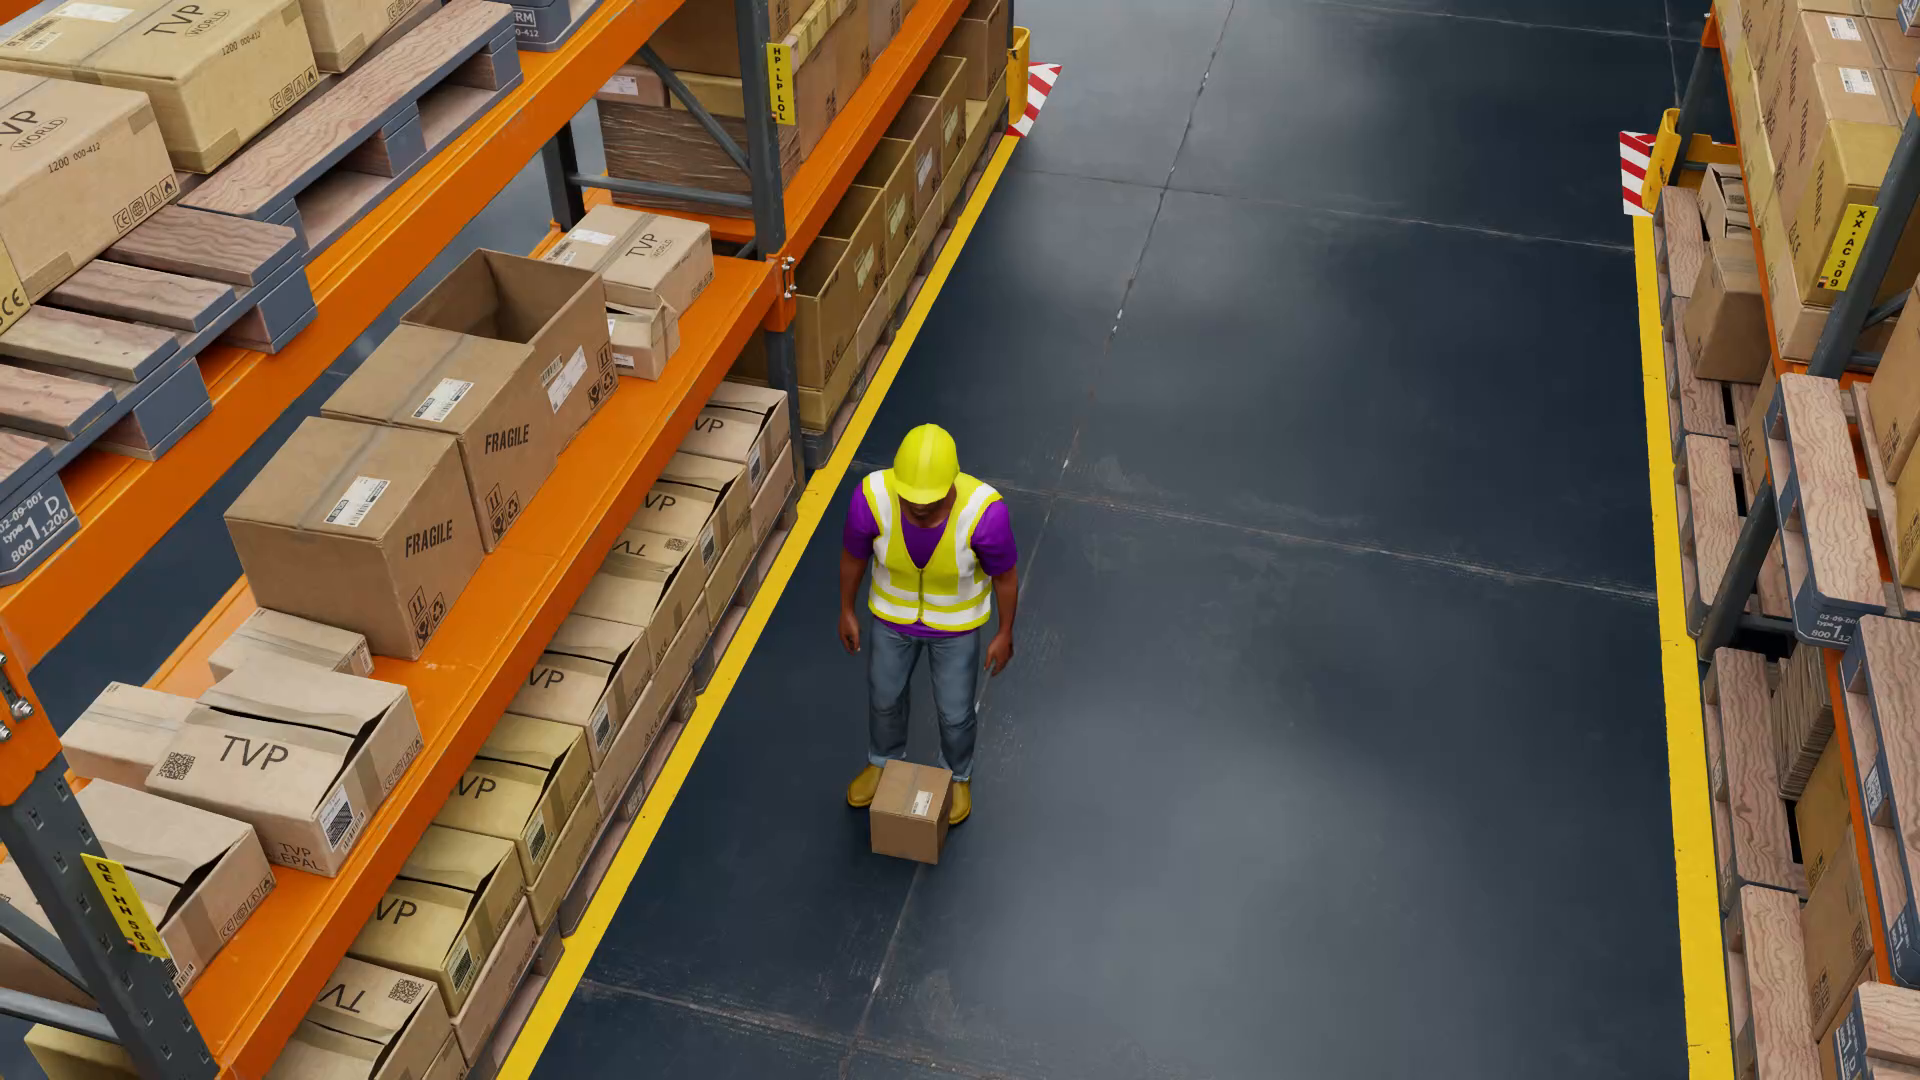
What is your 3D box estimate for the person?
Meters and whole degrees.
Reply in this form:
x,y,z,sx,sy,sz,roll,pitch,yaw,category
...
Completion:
x,y,z,sx,sy,sz,roll,pitch,yaw,category
-0.119,0.289,5.810,0.632,1.759,0.462,8,41,9,person
